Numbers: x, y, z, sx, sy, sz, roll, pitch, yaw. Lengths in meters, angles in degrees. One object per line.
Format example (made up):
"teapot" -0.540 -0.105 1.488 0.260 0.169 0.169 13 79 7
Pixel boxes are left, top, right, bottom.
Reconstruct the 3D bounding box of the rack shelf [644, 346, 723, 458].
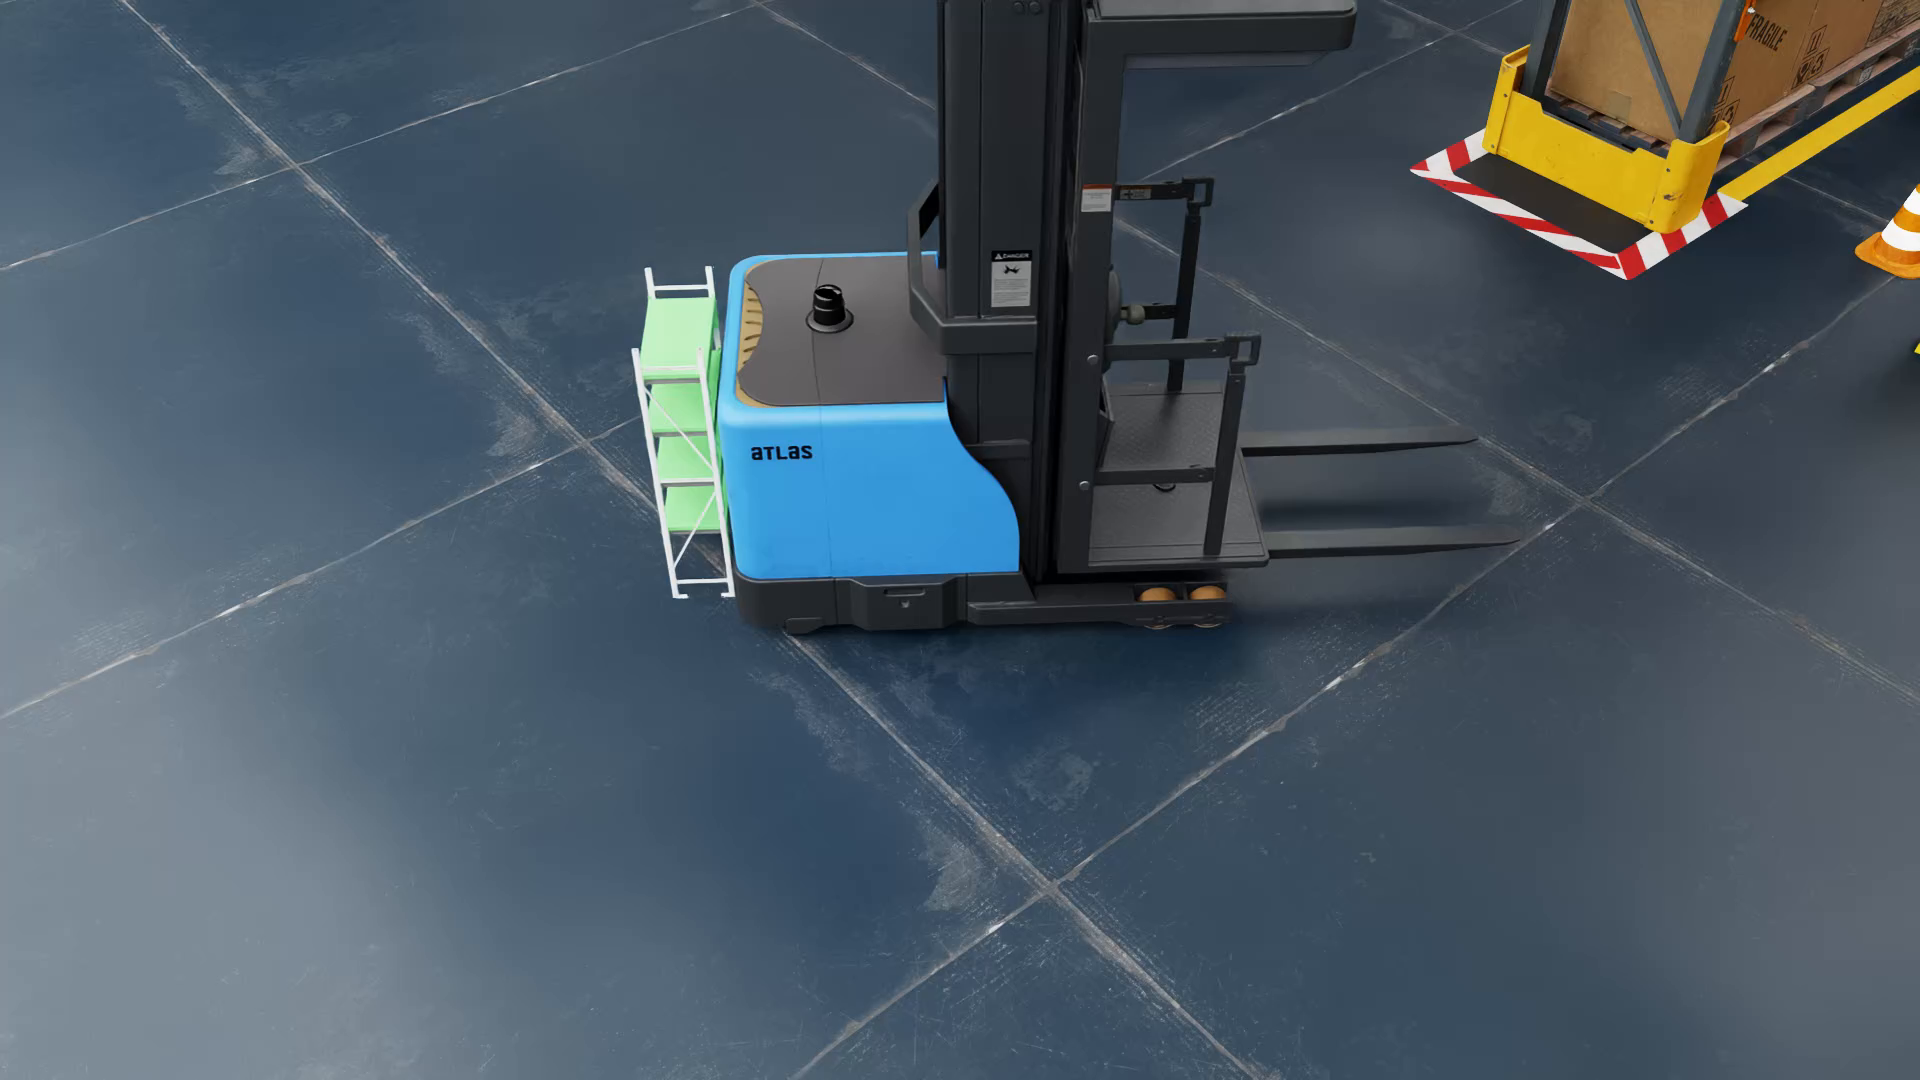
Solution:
"rack shelf" -1.013 -0.512 6.161 0.258 0.148 0.480 -2 43 -2

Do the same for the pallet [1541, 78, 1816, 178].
"pallet" 3.895 -2.389 9.140 1.213 0.211 1.003 -30 51 -28

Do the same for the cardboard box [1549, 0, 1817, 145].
"cardboard box" 3.809 -2.725 8.706 0.875 0.875 0.875 -29 51 -28

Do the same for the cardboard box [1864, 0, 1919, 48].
"cardboard box" 5.183 -3.512 9.543 0.875 0.875 0.875 -29 51 -28

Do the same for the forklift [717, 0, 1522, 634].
"forklift" 0.646 -1.089 5.768 3.031 2.935 1.130 -2 43 -2

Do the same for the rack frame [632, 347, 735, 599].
"rack frame" -1.002 -0.217 6.104 0.240 1.200 0.015 -2 43 -2

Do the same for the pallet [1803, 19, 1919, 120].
"pallet" 4.830 -2.923 9.708 1.213 0.211 1.003 -30 51 -28

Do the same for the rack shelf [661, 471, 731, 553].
"rack shelf" -1.013 -0.162 6.490 0.258 0.148 0.480 -2 43 -2

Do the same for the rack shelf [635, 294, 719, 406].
"rack shelf" -1.013 -0.687 5.997 0.258 0.148 0.480 -2 43 -2

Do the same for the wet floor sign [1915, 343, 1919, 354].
"wet floor sign" 4.580 -1.103 7.453 0.267 0.644 0.232 30 51 28

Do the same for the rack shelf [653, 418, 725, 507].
"rack shelf" -1.013 -0.337 6.326 0.258 0.148 0.480 -2 43 -2

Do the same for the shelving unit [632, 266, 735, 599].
"shelving unit" -1.013 -0.384 6.282 0.258 1.200 0.503 -2 43 -2

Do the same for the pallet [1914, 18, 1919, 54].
"pallet" 5.766 -3.461 10.281 1.213 0.211 1.003 -30 51 -28

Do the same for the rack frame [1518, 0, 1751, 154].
"rack frame" 3.332 -3.014 7.768 0.127 3.000 1.000 -30 51 -28

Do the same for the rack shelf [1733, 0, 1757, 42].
"rack shelf" 4.866 -3.630 8.949 4.000 0.370 1.077 -30 51 -28

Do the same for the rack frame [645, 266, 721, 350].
"rack frame" -1.025 -0.550 6.459 0.240 1.200 0.015 -2 43 -2

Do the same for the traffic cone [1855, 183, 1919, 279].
"traffic cone" 4.650 -1.577 8.091 0.334 0.463 0.336 -30 51 -28

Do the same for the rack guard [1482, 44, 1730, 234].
"rack guard" 3.313 -2.092 8.612 0.348 0.500 1.175 -30 51 -28

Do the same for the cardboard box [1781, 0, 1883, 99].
"cardboard box" 4.483 -3.112 9.118 0.875 0.875 0.875 -31 51 -28
